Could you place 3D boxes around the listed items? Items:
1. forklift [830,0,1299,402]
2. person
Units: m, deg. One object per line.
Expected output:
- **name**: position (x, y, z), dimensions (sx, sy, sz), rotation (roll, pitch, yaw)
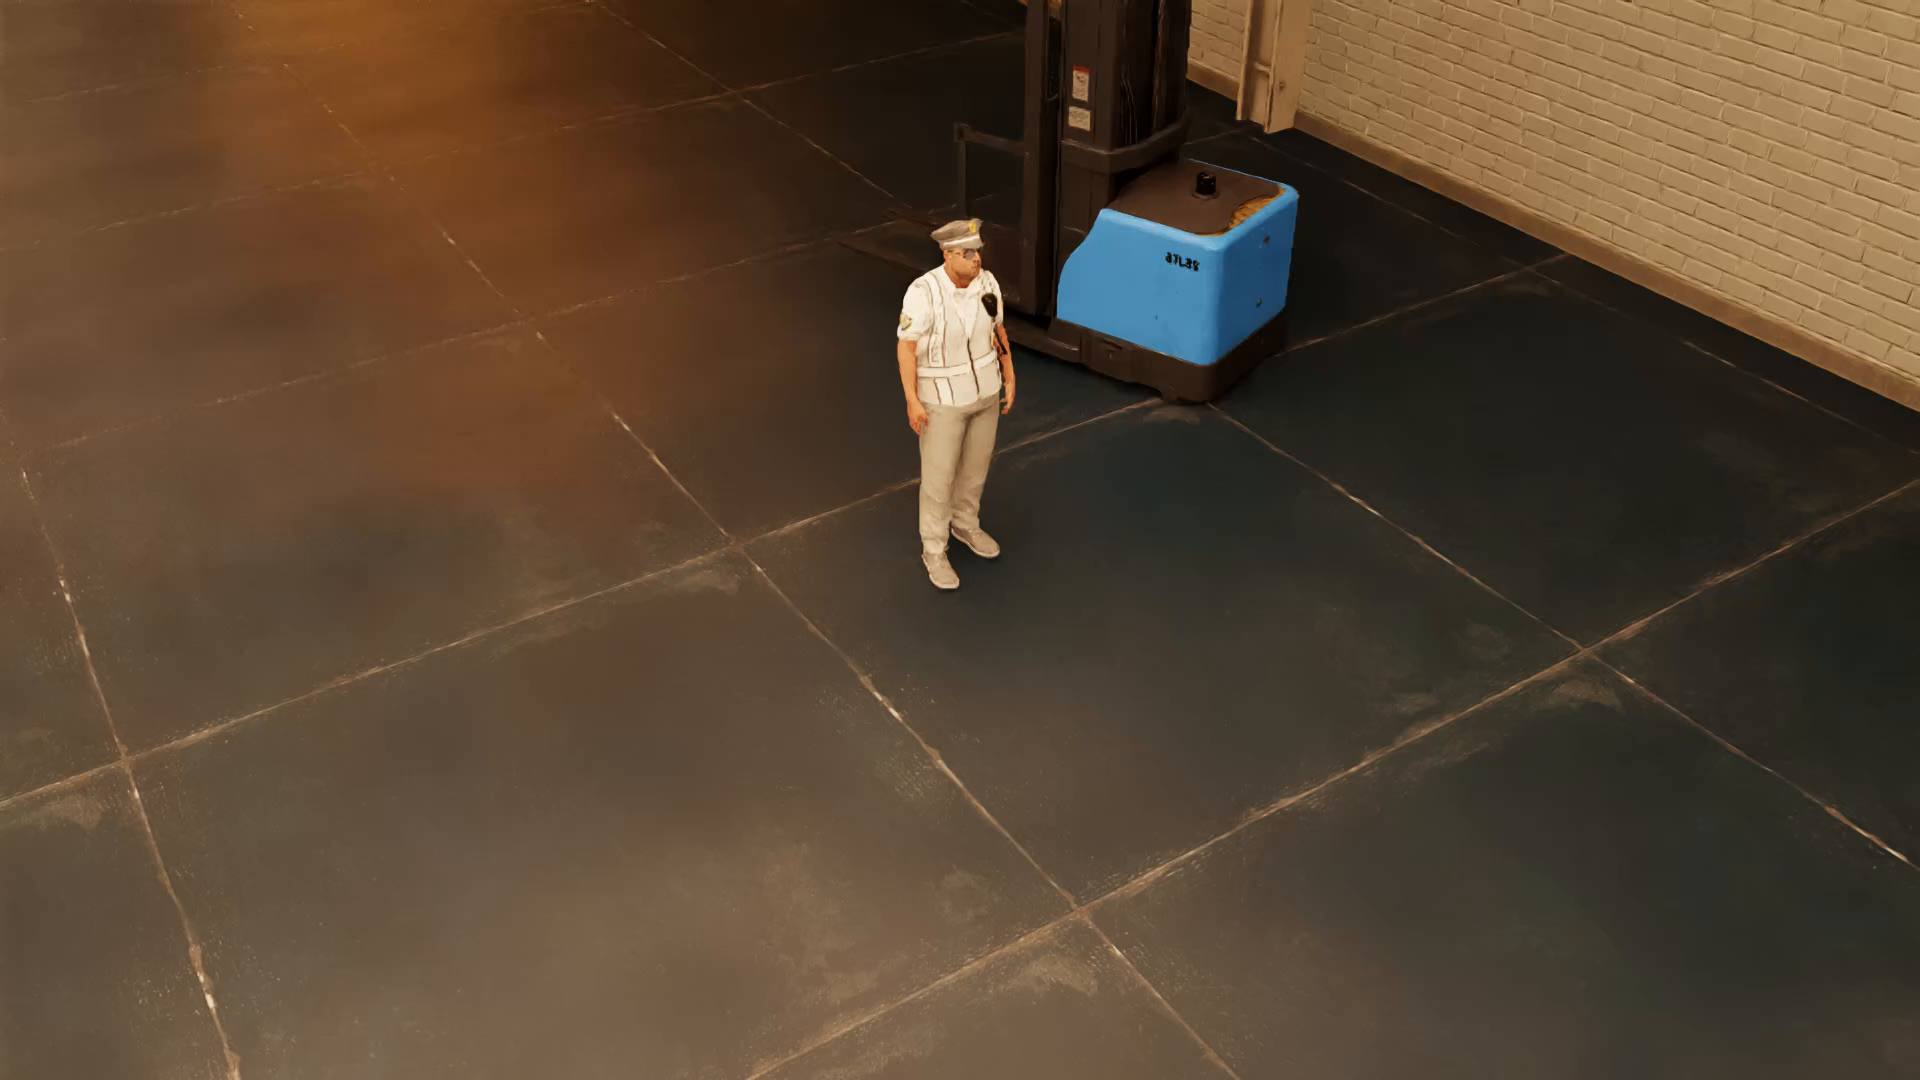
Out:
- **forklift**: position (0.529, -2.688, 9.974), dimensions (3.031, 2.935, 1.130), rotation (23, 41, 29)
- **person**: position (0.033, -0.694, 8.121), dimensions (0.640, 1.781, 0.574), rotation (-21, 40, -27)
